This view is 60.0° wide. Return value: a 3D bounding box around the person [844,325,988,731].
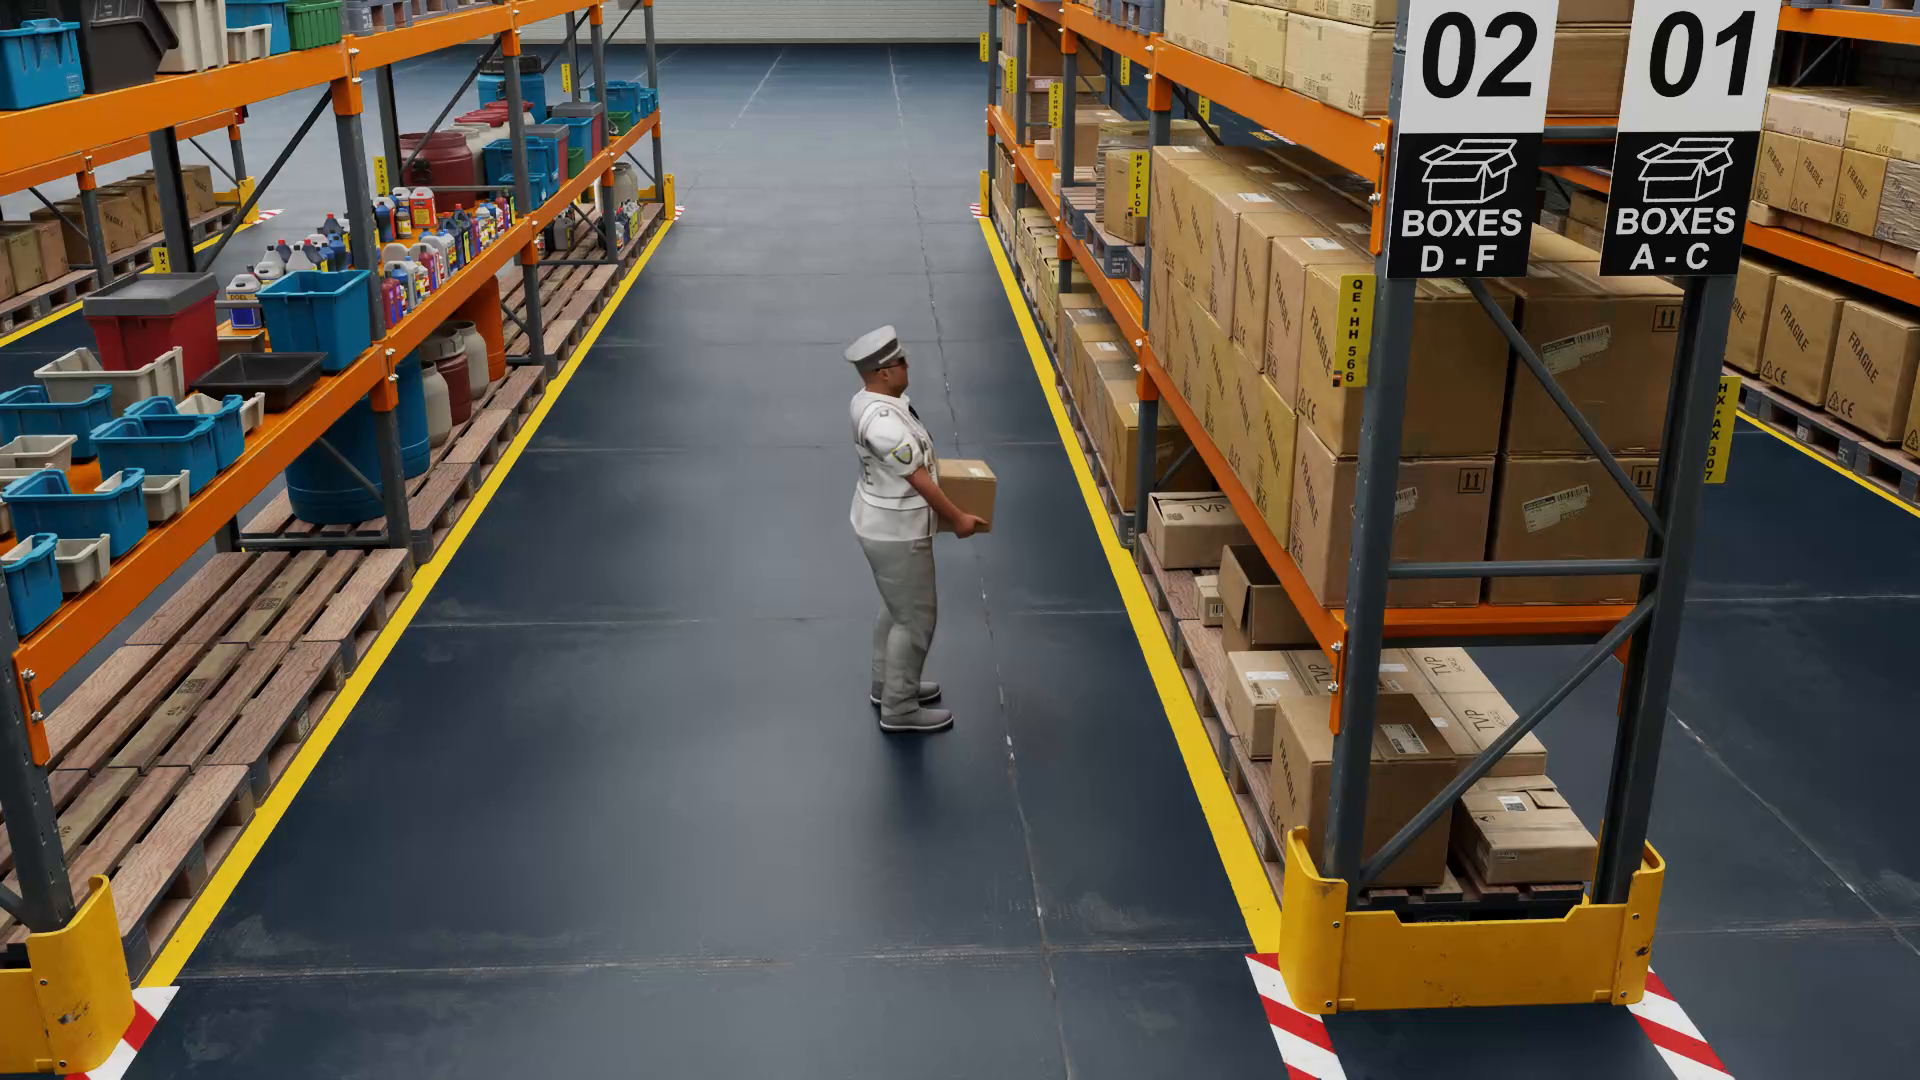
[{"bbox_3d":[-0.194,-0.059,7.204,0.573,1.762,0.493,-4,21,-12],"label":"person"}]
